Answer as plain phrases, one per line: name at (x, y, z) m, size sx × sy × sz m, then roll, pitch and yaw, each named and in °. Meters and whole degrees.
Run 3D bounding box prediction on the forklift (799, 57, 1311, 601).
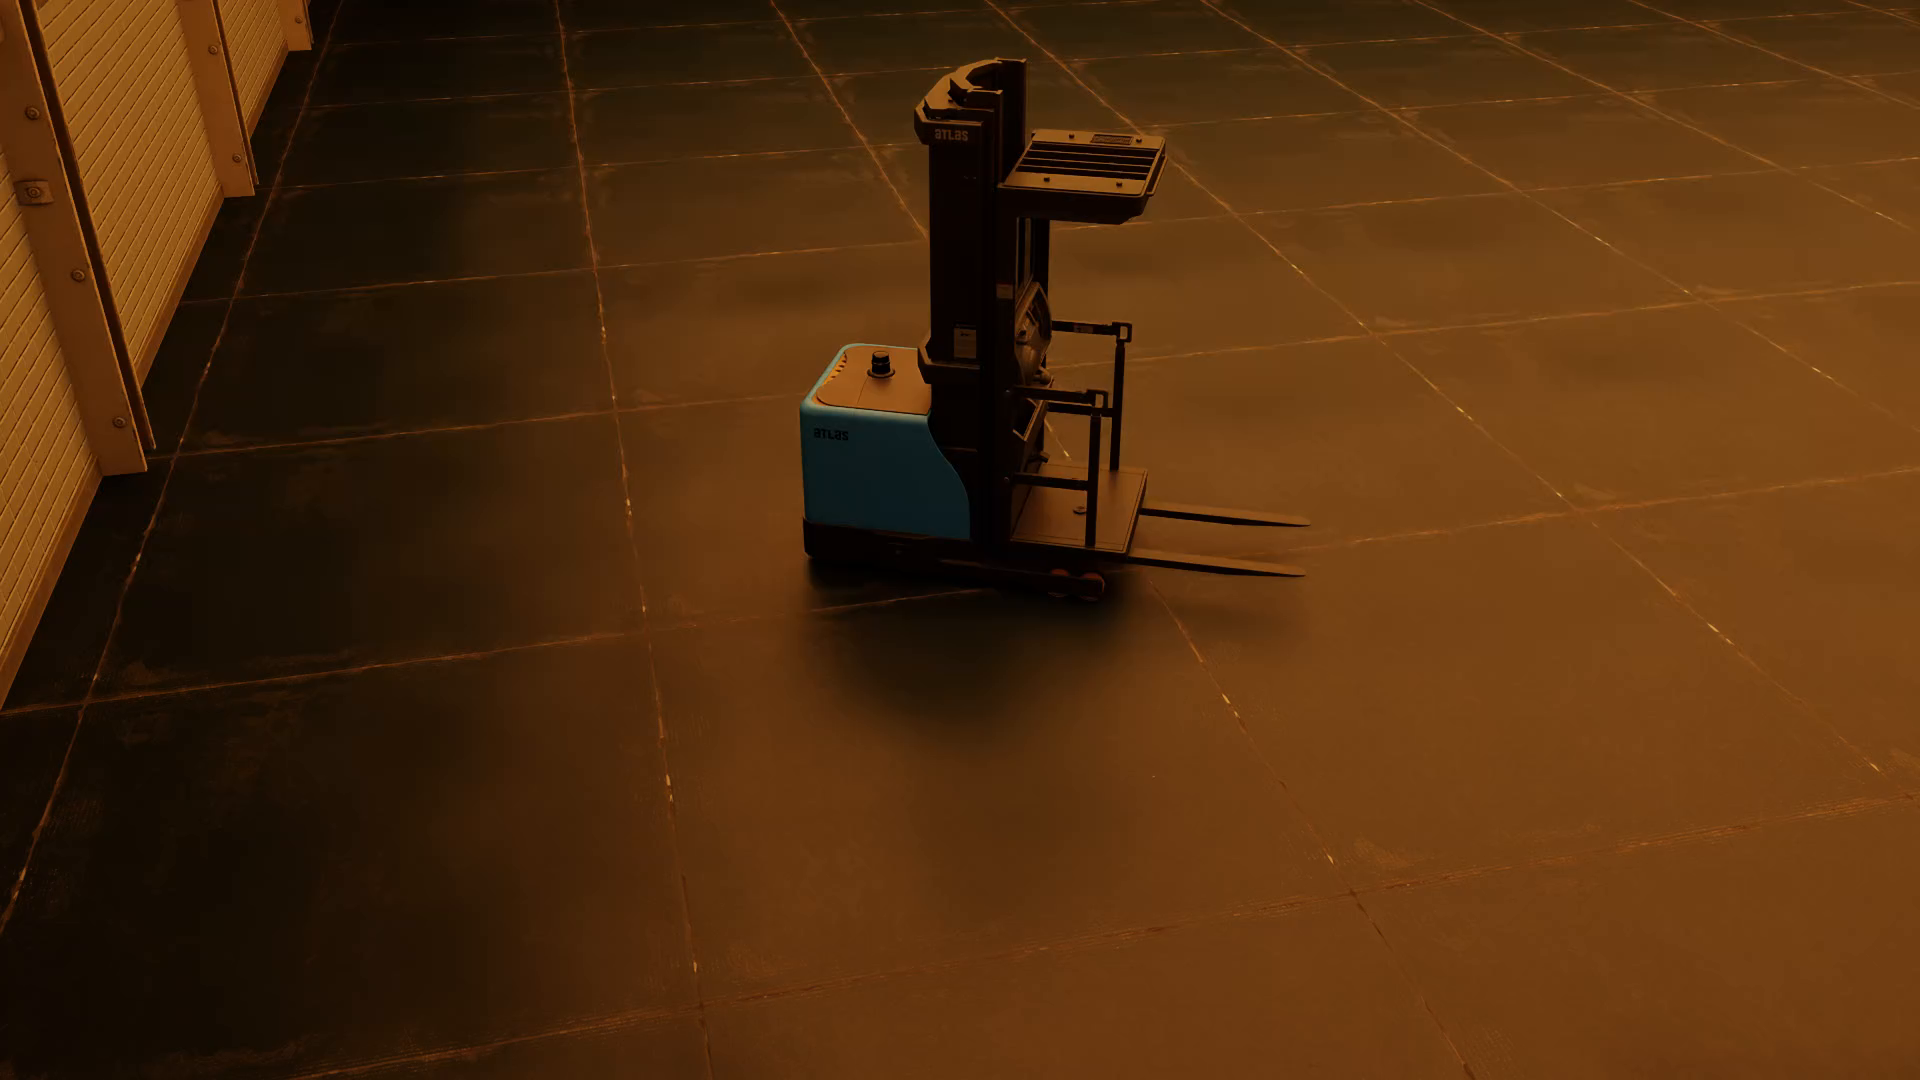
forklift at (0.612, -1.199, 9.646) m, size 3.031 × 2.935 × 1.130 m, roll 6°, pitch 31°, yaw 11°
